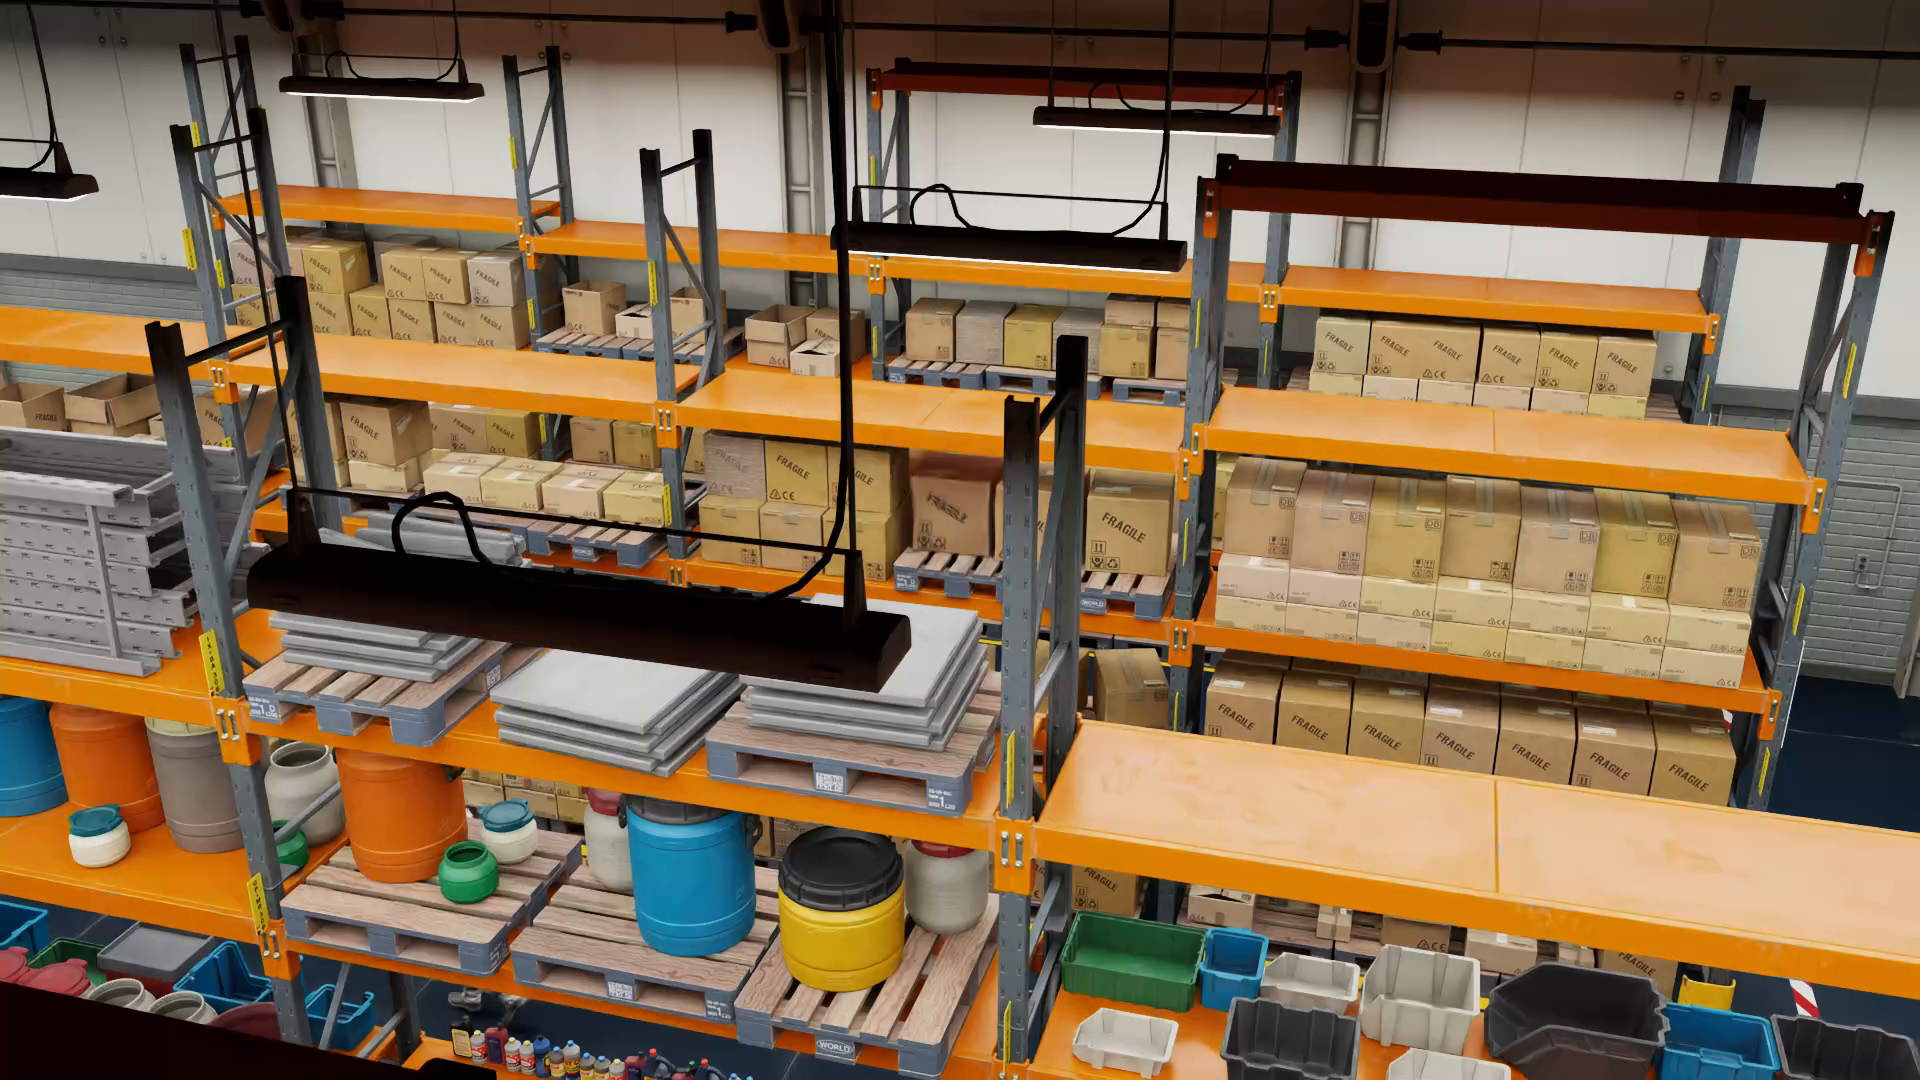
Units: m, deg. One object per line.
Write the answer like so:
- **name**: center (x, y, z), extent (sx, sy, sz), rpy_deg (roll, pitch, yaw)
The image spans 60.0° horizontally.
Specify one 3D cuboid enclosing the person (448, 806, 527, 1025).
- **person**: center (-3.459, 2.706, 12.055), extent (0.784, 1.705, 0.589), rpy_deg (10, 25, 23)
